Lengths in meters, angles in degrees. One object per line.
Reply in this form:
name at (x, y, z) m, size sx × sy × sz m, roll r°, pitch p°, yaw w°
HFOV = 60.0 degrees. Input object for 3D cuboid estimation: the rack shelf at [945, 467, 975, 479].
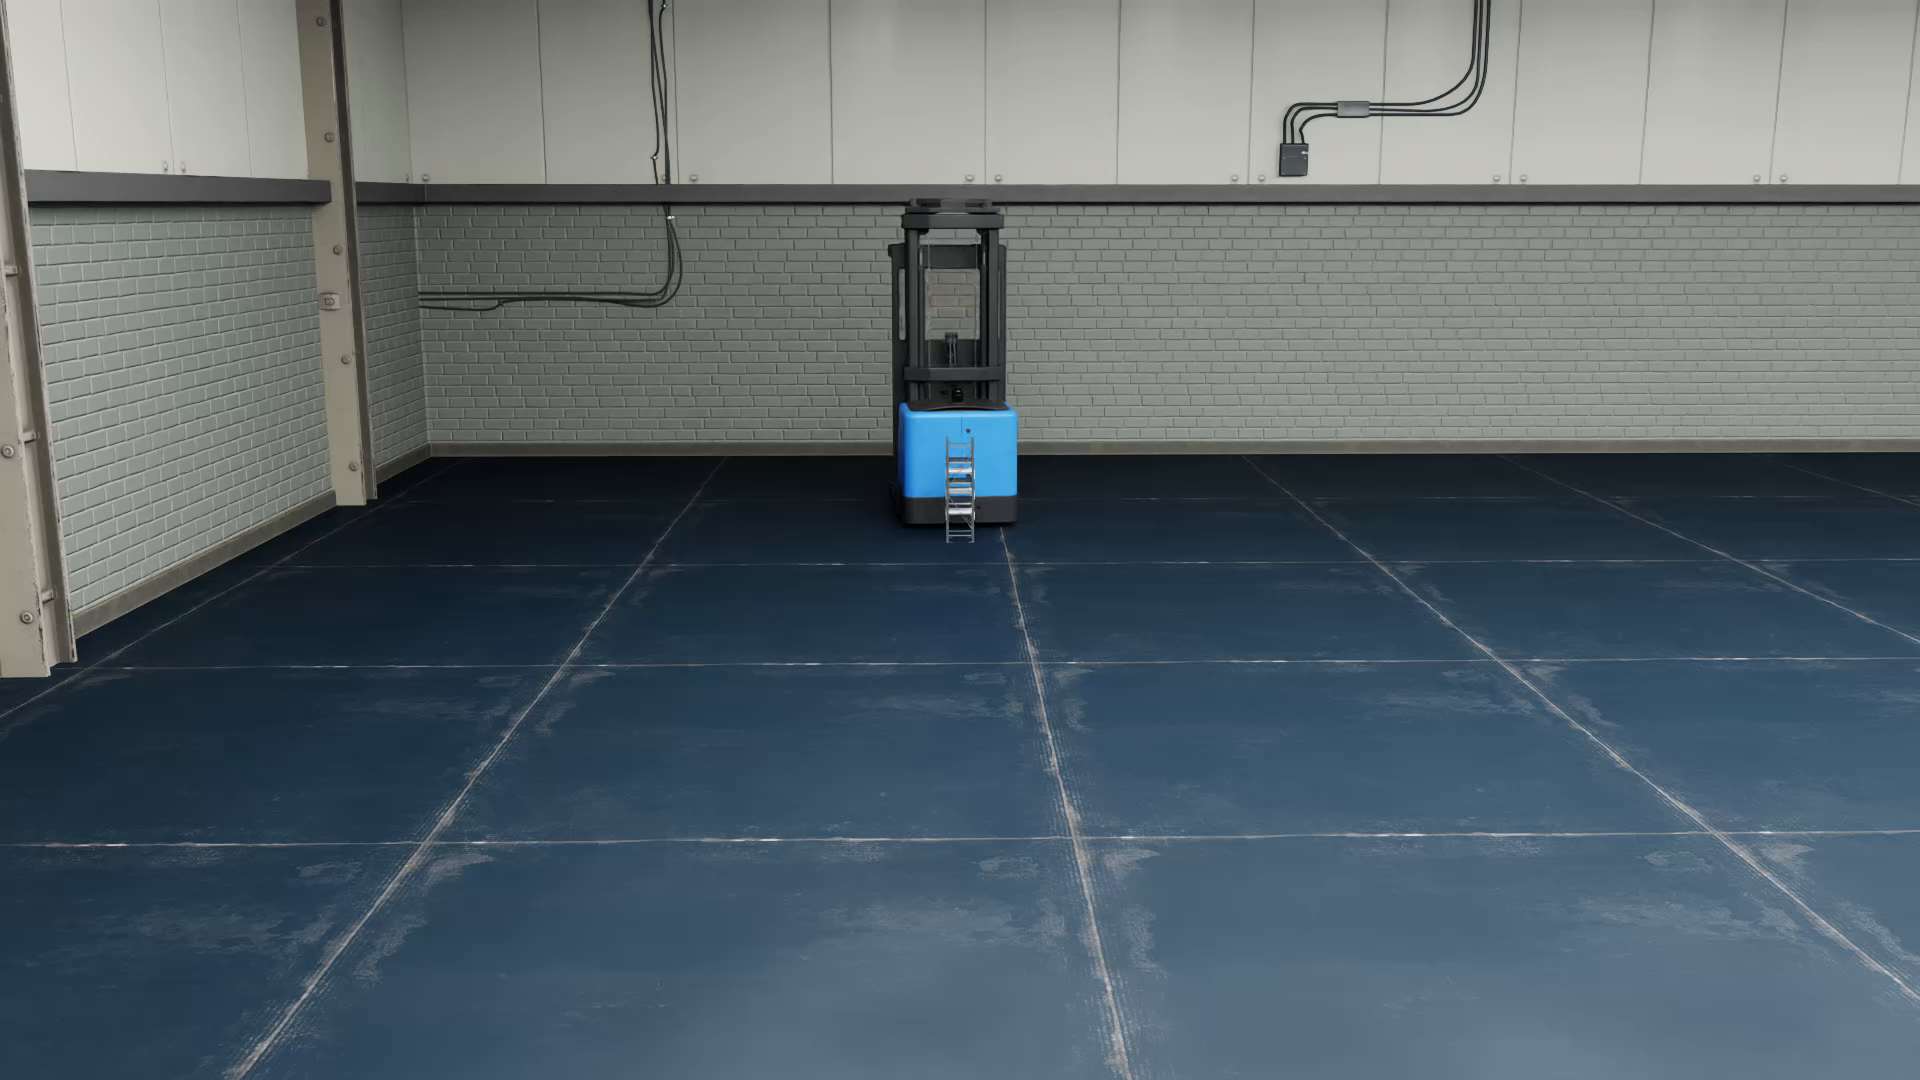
rack shelf at (0.000, -0.583, 14.433) m, size 0.258 × 0.077 × 0.200 m, roll 0°, pitch 11°, yaw -1°

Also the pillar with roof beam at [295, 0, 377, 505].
pillar with roof beam at (-1.667, -4.806, 15.615) m, size 9.100 × 9.000 × 0.400 m, roll 0°, pitch 11°, yaw -1°

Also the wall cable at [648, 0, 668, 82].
wall cable at (-2.005, -6.344, 18.303) m, size 3.097 × 2.526 × 0.112 m, roll 0°, pitch 11°, yaw -1°

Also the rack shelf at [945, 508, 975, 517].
rack shelf at (0.000, -0.230, 14.504) m, size 0.258 × 0.077 × 0.200 m, roll 0°, pitch 11°, yaw -1°

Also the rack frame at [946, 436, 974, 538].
rack frame at (-0.002, -0.460, 14.561) m, size 0.240 × 0.900 × 0.006 m, roll 0°, pitch 11°, yaw -1°

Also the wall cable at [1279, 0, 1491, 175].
wall cable at (4.782, -7.082, 18.280) m, size 2.305 × 6.003 × 0.169 m, roll 0°, pitch 11°, yaw -1°

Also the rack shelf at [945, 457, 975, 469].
rack shelf at (0.000, -0.671, 14.415) m, size 0.258 × 0.077 × 0.200 m, roll 0°, pitch 11°, yaw -1°

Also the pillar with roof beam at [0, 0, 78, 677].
pillar with roof beam at (-1.543, -3.613, 9.736) m, size 9.100 × 9.000 × 0.400 m, roll 0°, pitch 11°, yaw -1°

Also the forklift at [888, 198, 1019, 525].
forklift at (-0.128, -1.816, 16.139) m, size 1.130 × 2.935 × 3.031 m, roll -1°, pitch 12°, yaw -5°

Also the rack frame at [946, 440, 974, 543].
rack frame at (0.002, -0.419, 14.362) m, size 0.240 × 0.900 × 0.006 m, roll 0°, pitch 11°, yaw -1°

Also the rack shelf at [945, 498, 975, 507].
rack shelf at (0.000, -0.319, 14.486) m, size 0.258 × 0.077 × 0.200 m, roll 0°, pitch 11°, yaw -1°

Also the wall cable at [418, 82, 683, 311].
wall cable at (-4.710, -3.857, 18.750) m, size 3.097 × 2.526 × 0.112 m, roll 0°, pitch 11°, yaw -1°

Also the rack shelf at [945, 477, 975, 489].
rack shelf at (0.000, -0.495, 14.450) m, size 0.258 × 0.077 × 0.200 m, roll 0°, pitch 11°, yaw -1°

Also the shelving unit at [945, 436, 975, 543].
shelving unit at (0.000, -0.439, 14.462) m, size 0.258 × 0.900 × 0.210 m, roll 0°, pitch 11°, yaw -1°

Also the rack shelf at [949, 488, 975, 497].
rack shelf at (0.000, -0.407, 14.468) m, size 0.258 × 0.077 × 0.200 m, roll 0°, pitch 11°, yaw -1°
